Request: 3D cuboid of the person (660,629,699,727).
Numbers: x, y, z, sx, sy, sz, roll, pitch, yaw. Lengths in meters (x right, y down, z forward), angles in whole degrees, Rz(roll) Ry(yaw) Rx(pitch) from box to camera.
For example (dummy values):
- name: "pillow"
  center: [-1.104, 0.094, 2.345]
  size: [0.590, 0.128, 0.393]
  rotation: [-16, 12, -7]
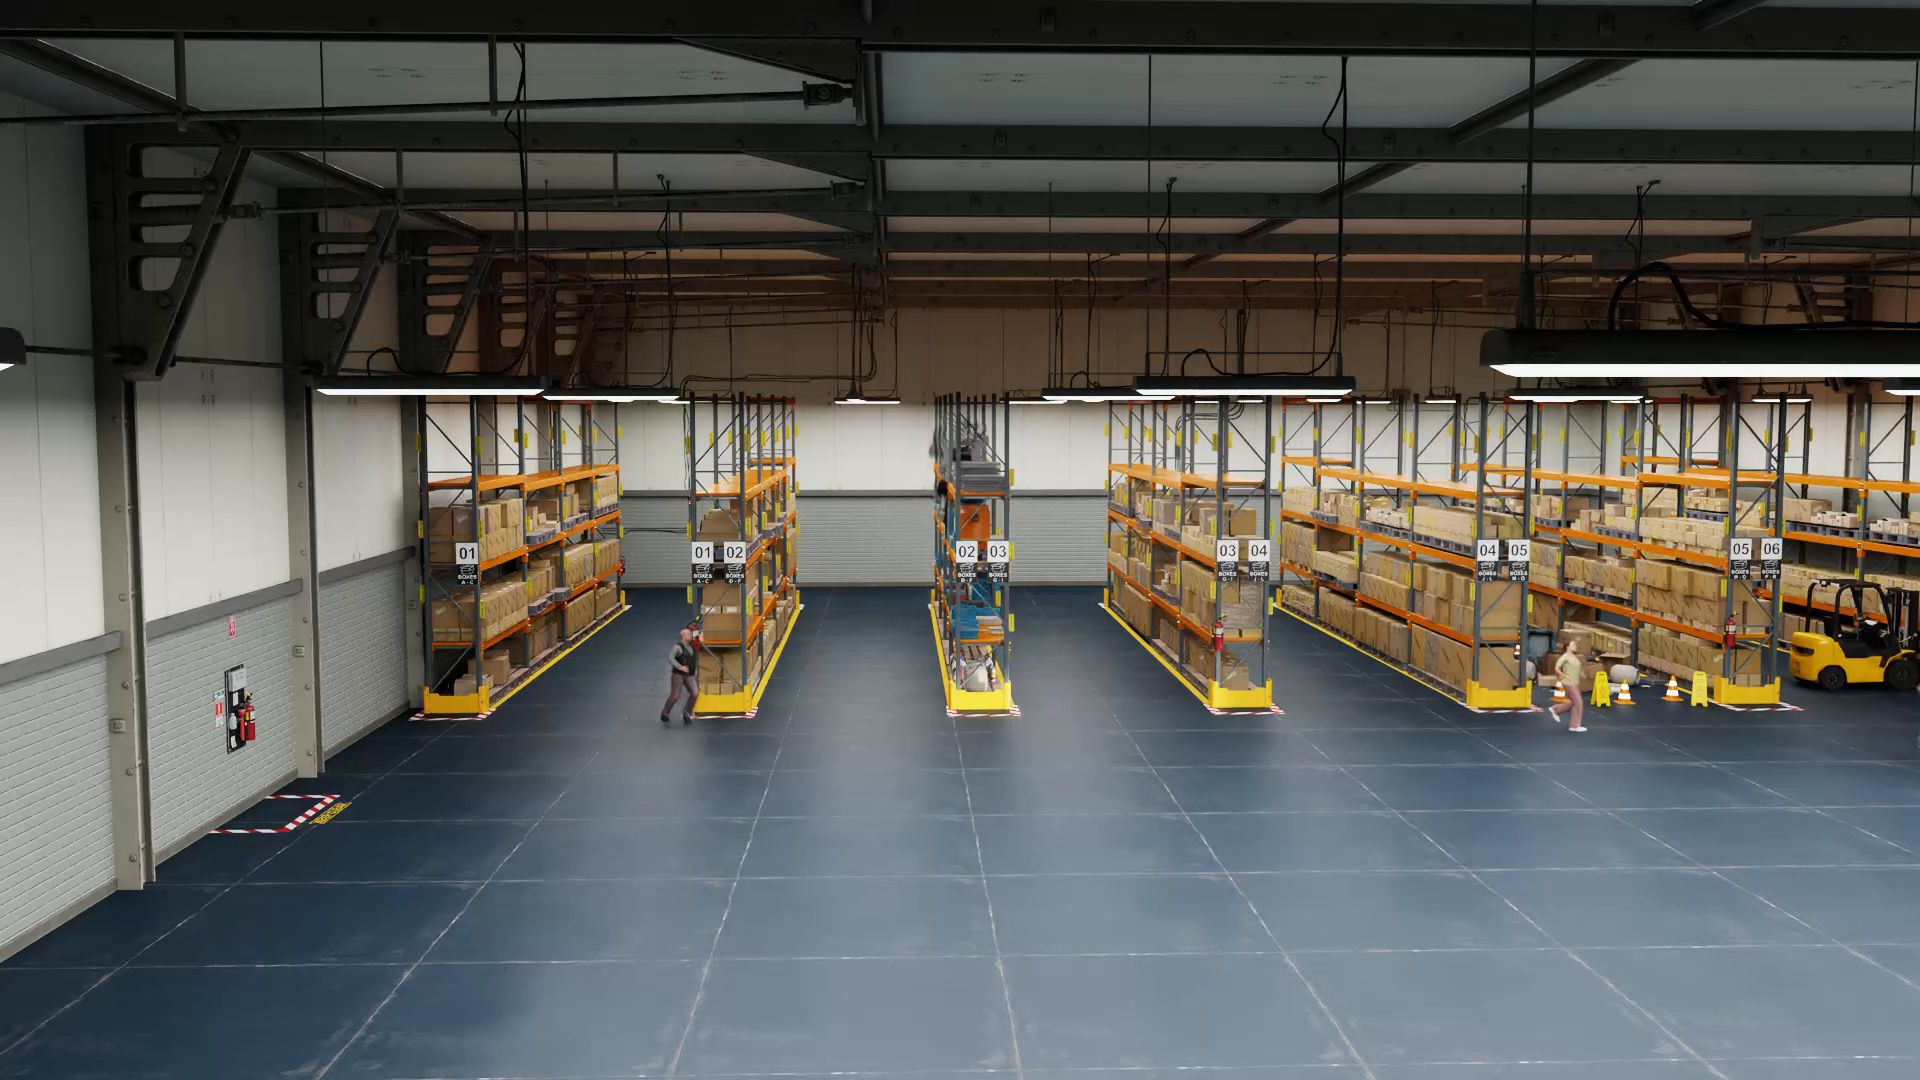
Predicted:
- name: "person"
  center: [-4.987, 2.482, 30.050]
  size: [0.695, 1.742, 0.728]
  rotation: [4, 6, 42]

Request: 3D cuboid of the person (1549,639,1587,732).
- name: "person"
  center: [10.757, 2.552, 29.420]
  size: [0.724, 1.625, 0.584]
  rotation: [5, 6, 45]
